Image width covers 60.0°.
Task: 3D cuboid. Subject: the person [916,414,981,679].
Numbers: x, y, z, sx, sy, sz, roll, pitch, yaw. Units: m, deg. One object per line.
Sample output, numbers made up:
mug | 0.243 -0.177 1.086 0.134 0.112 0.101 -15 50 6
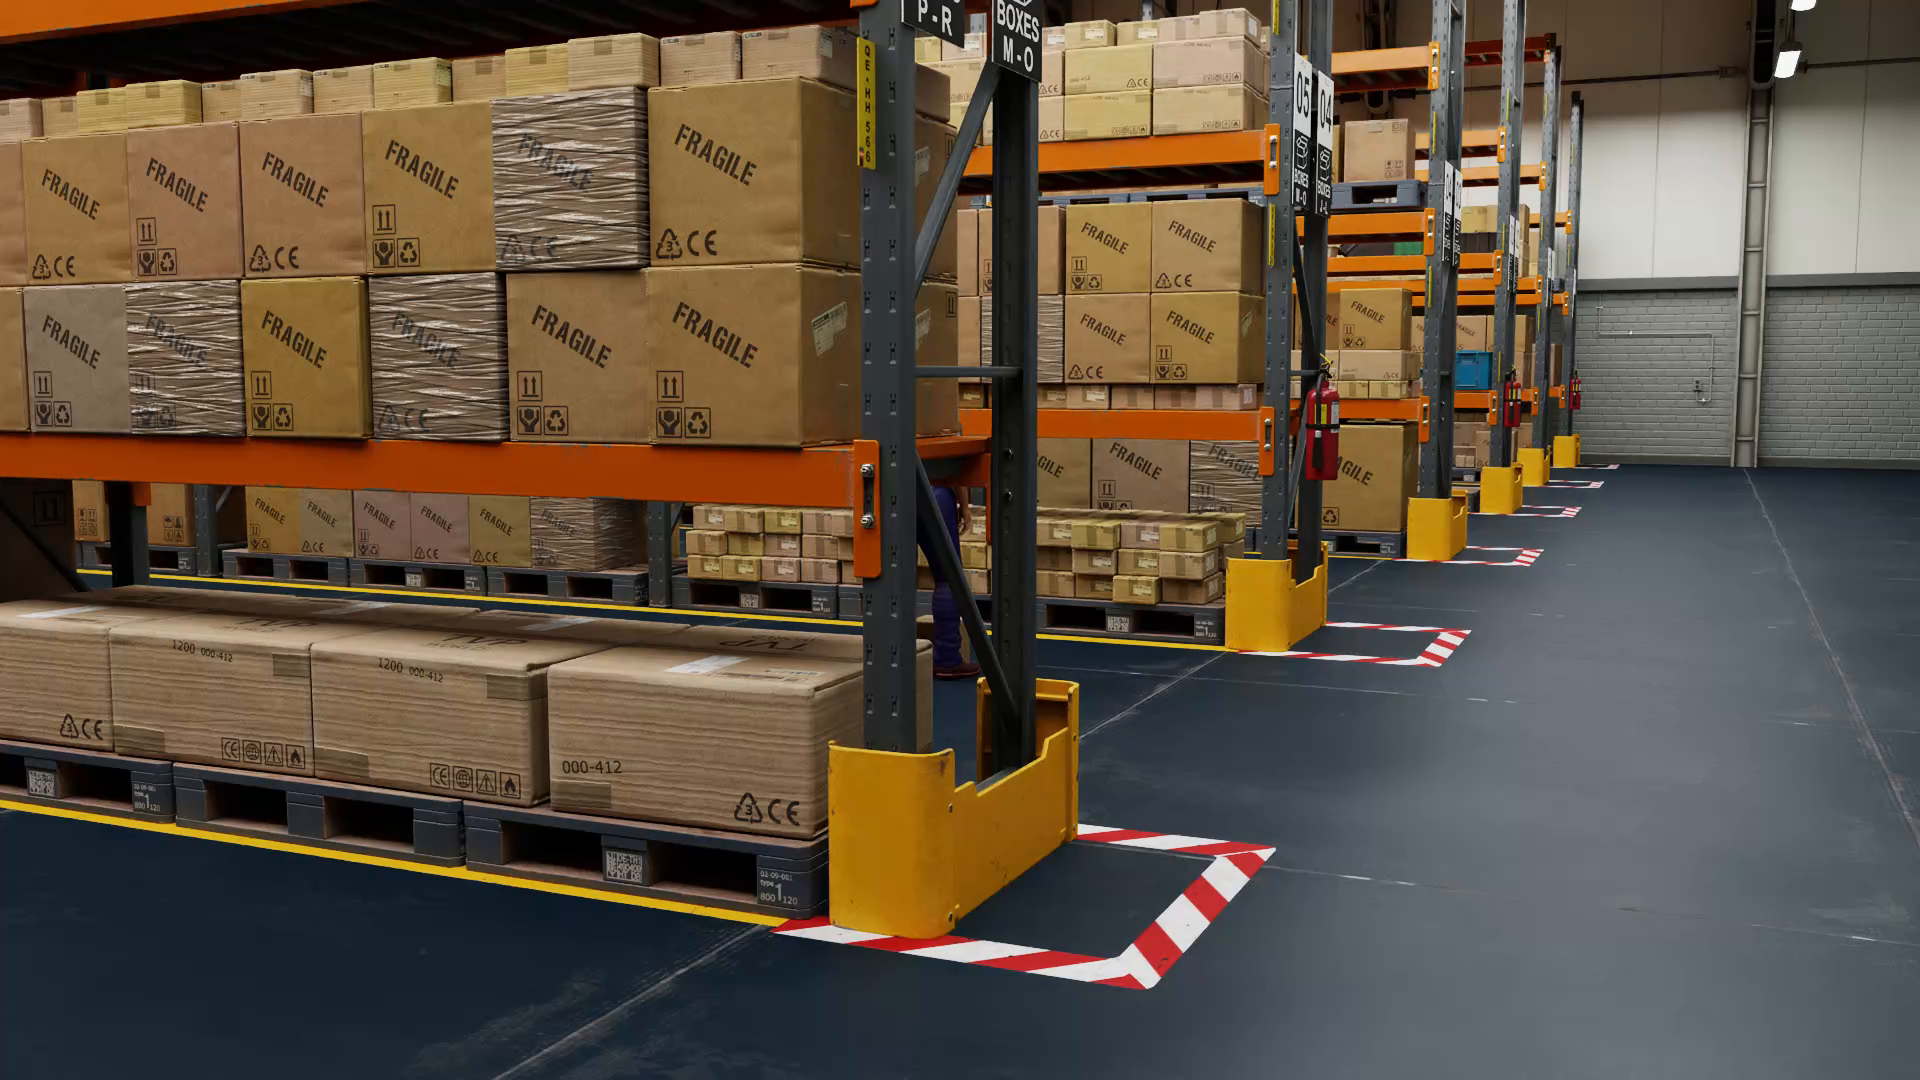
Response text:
person | -0.190 -0.146 8.287 0.556 1.652 0.416 2 6 22
